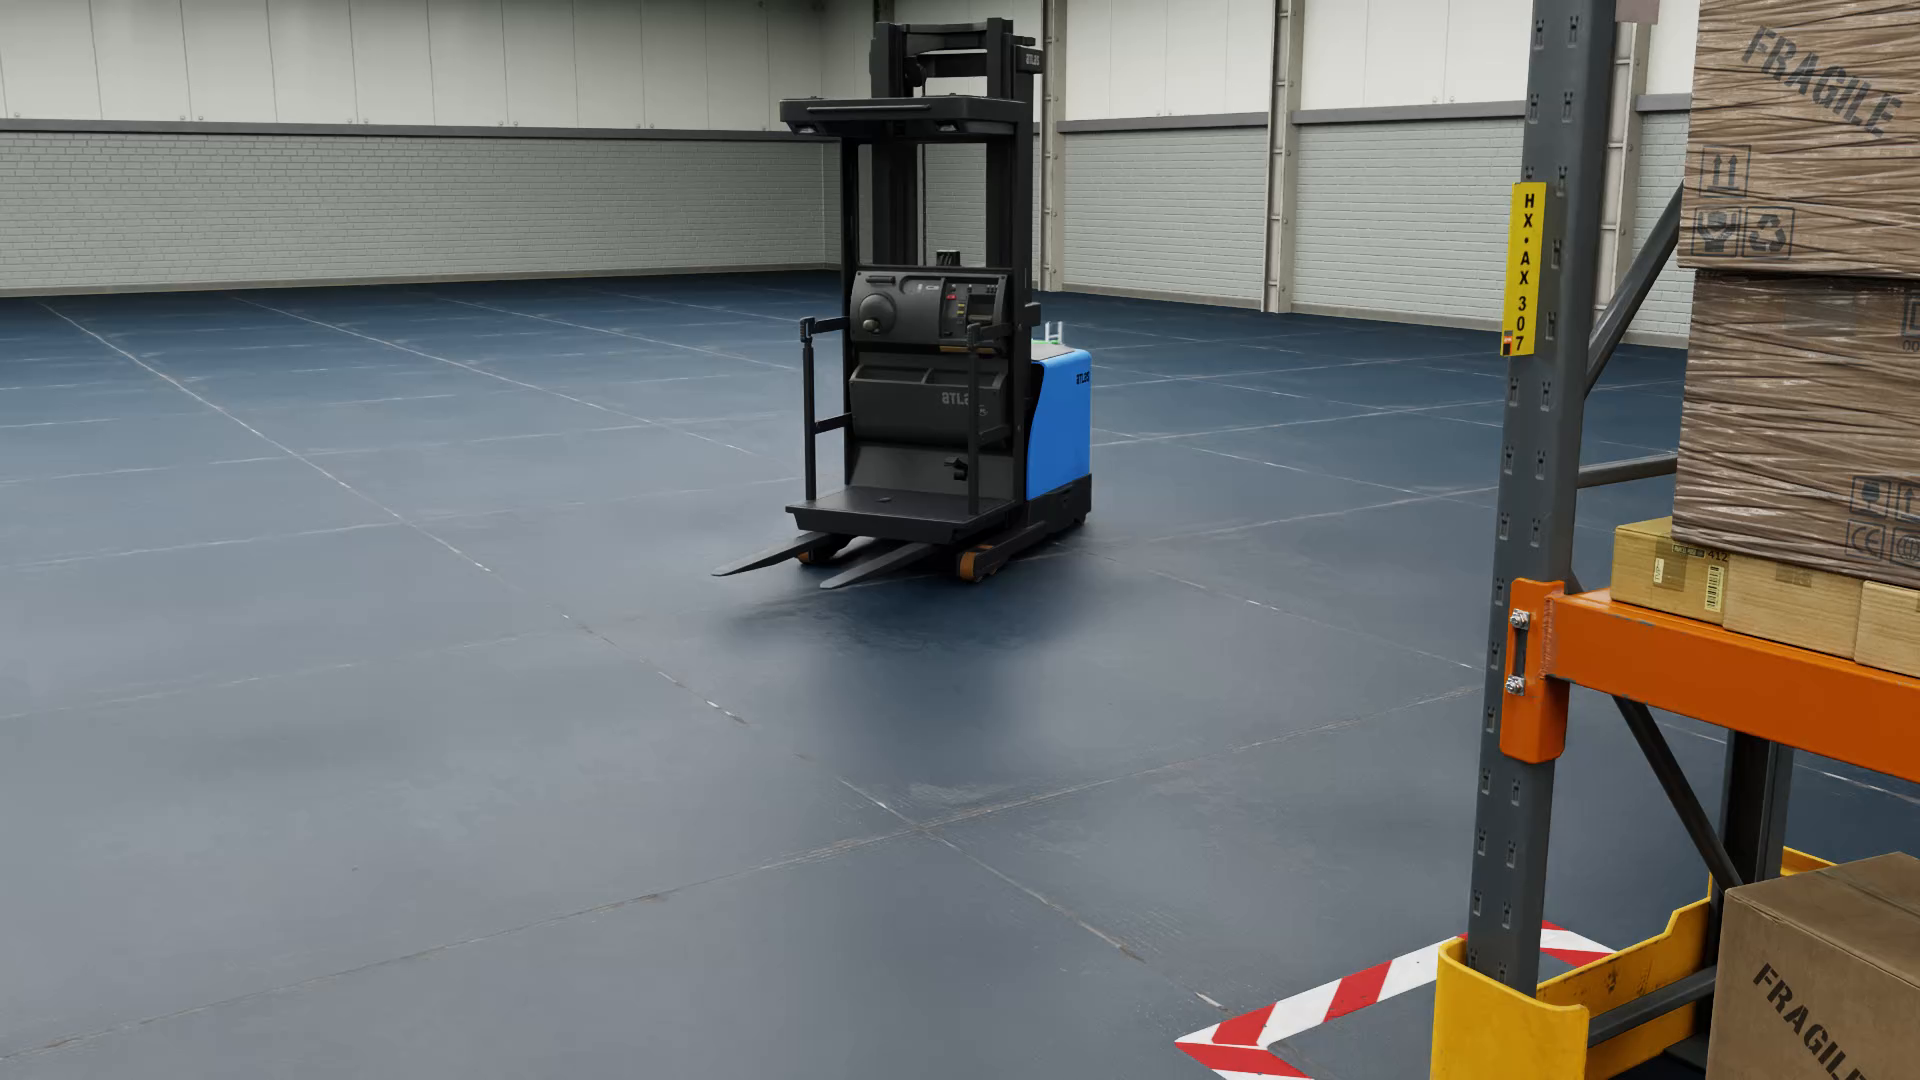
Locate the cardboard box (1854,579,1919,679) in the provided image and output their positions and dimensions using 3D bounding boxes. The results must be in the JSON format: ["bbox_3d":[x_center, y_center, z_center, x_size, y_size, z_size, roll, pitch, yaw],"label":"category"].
[{"bbox_3d":[1.737,0.137,2.801,0.380,0.149,0.250,-8,15,-33],"label":"cardboard box"}]

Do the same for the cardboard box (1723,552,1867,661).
[{"bbox_3d":[1.611,0.091,3.012,0.380,0.149,0.250,-8,15,-33],"label":"cardboard box"}]

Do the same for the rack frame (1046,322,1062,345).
[{"bbox_3d":[0.586,-0.782,10.613,0.015,1.200,0.240,6,12,24],"label":"rack frame"}]

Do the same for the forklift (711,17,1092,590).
[{"bbox_3d":[-0.265,-1.311,8.996,1.130,2.935,3.031,6,14,24],"label":"forklift"}]

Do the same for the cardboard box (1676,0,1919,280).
[{"bbox_3d":[1.607,-0.710,2.816,0.500,0.500,0.500,-8,15,-33],"label":"cardboard box"}]

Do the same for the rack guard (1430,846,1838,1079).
[{"bbox_3d":[1.571,1.077,3.765,1.175,0.500,0.348,-8,15,-33],"label":"rack guard"}]

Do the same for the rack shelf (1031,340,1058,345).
[{"bbox_3d":[0.369,-1.212,10.632,0.480,0.148,0.258,6,12,24],"label":"rack shelf"}]

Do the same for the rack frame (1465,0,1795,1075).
[{"bbox_3d":[1.529,-0.157,3.560,1.000,3.000,0.127,-8,15,-33],"label":"rack frame"}]

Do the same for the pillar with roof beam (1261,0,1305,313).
[{"bbox_3d":[1.451,-7.517,23.170,9.100,9.000,0.400,-8,15,-33],"label":"pillar with roof beam"}]

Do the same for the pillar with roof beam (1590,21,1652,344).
[{"bbox_3d":[4.775,-6.449,18.290,9.100,9.000,0.400,-8,15,-33],"label":"pillar with roof beam"}]

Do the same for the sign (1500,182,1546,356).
[{"bbox_3d":[1.077,-0.516,3.174,0.100,0.325,0.005,-8,15,-33],"label":"sign"}]

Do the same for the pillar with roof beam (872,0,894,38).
[{"bbox_3d":[-5.198,-9.651,32.929,9.100,9.000,0.400,-8,15,-33],"label":"pillar with roof beam"}]

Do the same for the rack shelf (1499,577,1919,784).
[{"bbox_3d":[2.637,0.550,2.010,1.077,0.370,4.000,-8,15,-33],"label":"rack shelf"}]

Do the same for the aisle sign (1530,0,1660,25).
[{"bbox_3d":[1.245,-1.403,3.170,0.394,0.787,0.004,-8,15,-33],"label":"aisle sign"}]

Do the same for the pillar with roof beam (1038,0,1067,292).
[{"bbox_3d":[-1.873,-8.584,28.049,9.100,9.000,0.400,-8,15,-33],"label":"pillar with roof beam"}]

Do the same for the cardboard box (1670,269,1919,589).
[{"bbox_3d":[1.811,-0.250,3.055,0.875,0.500,0.500,-8,15,-33],"label":"cardboard box"}]

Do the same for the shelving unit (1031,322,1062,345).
[{"bbox_3d":[0.364,-0.804,10.712,0.503,1.200,0.258,6,12,24],"label":"shelving unit"}]

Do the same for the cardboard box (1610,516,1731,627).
[{"bbox_3d":[1.488,0.044,3.226,0.380,0.149,0.250,-8,15,-33],"label":"cardboard box"}]

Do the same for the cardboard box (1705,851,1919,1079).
[{"bbox_3d":[1.861,0.972,3.265,0.500,0.500,0.500,-5,13,-22],"label":"cardboard box"}]
